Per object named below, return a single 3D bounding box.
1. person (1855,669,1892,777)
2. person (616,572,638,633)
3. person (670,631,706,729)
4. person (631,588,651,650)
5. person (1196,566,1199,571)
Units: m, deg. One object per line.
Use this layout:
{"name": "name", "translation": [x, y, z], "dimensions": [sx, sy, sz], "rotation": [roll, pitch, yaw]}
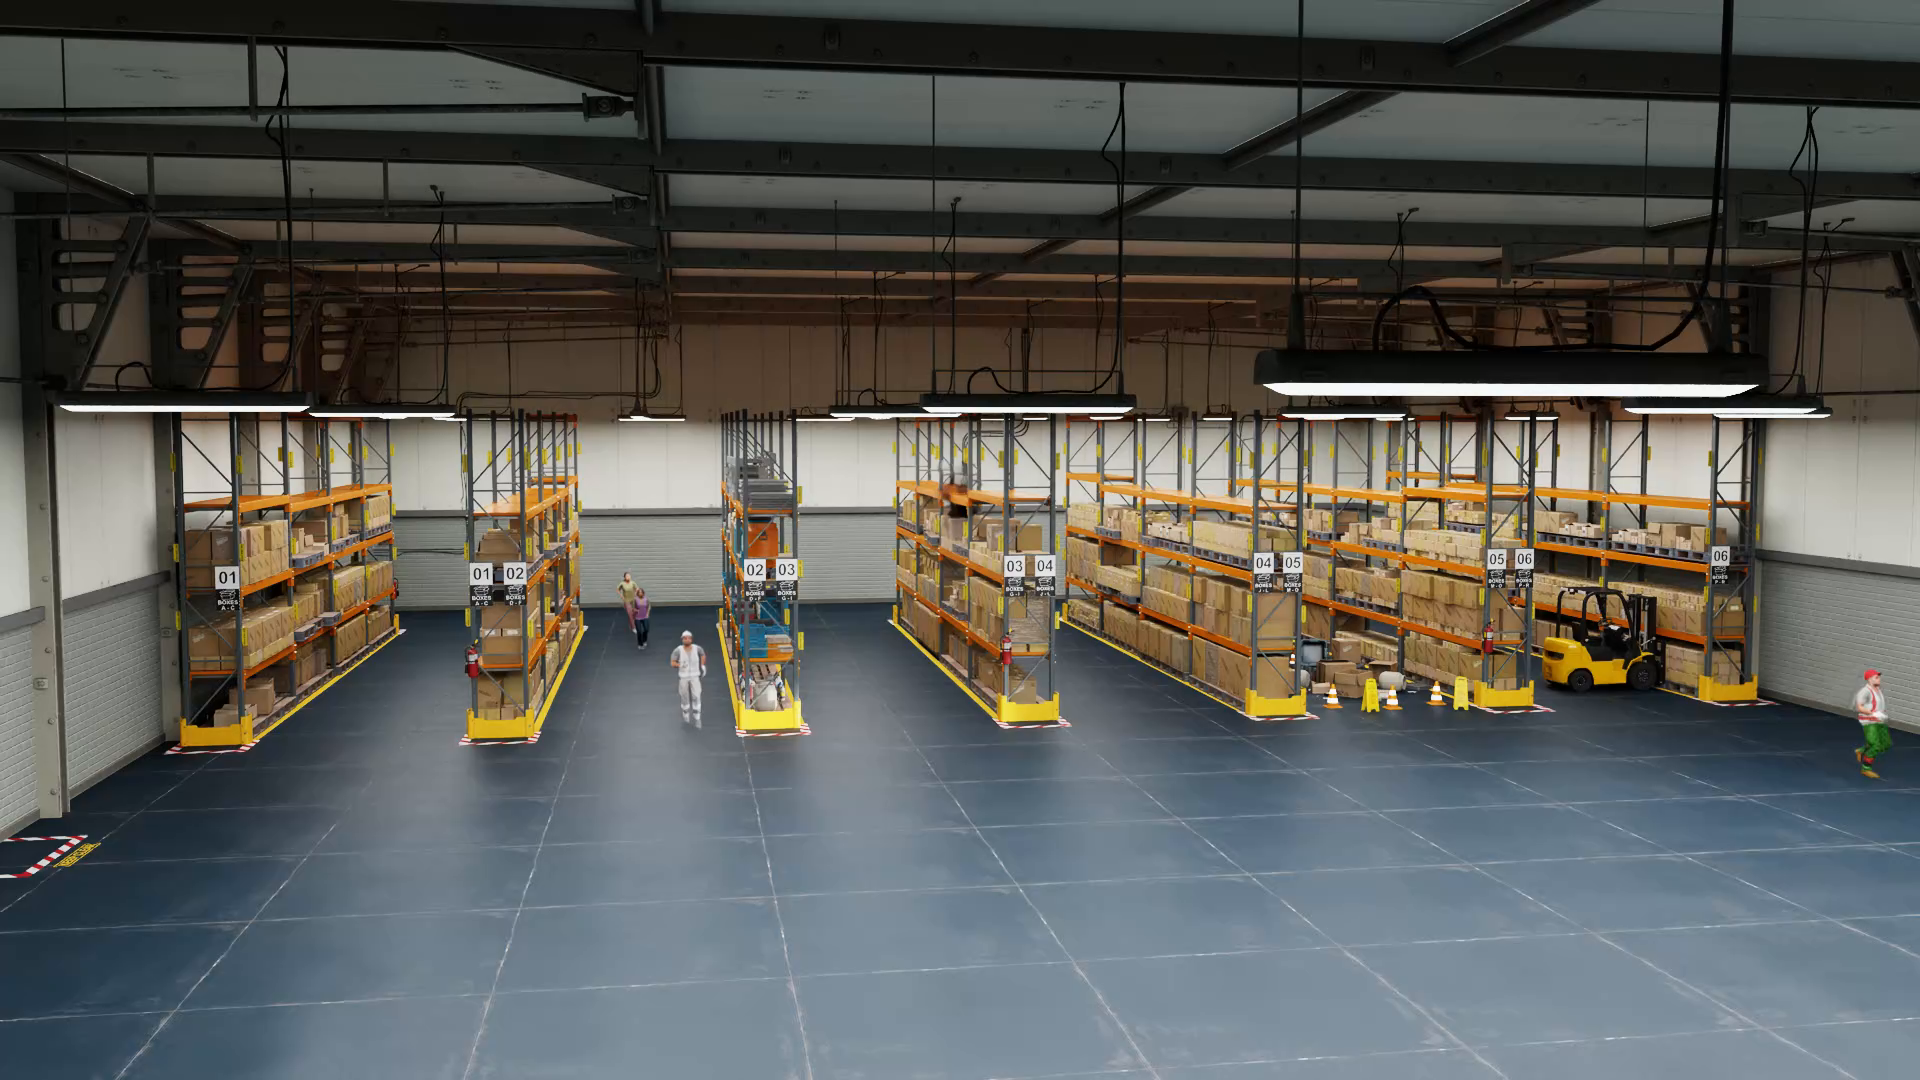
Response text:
{"name": "person", "translation": [14.815, 2.968, 27.004], "dimensions": [0.701, 1.745, 0.609], "rotation": [-3, 5, -34]}
{"name": "person", "translation": [-9.141, 1.712, 45.799], "dimensions": [0.592, 1.664, 0.826], "rotation": [-2, 4, -27]}
{"name": "person", "translation": [-5.137, 2.635, 31.446], "dimensions": [0.672, 1.842, 0.715], "rotation": [-1, 4, -13]}
{"name": "person", "translation": [-8.040, 1.999, 42.010], "dimensions": [0.508, 1.563, 0.613], "rotation": [-1, 4, -18]}
{"name": "person", "translation": [7.034, 1.335, 50.593], "dimensions": [0.585, 1.725, 0.709], "rotation": [-1, 4, -9]}
